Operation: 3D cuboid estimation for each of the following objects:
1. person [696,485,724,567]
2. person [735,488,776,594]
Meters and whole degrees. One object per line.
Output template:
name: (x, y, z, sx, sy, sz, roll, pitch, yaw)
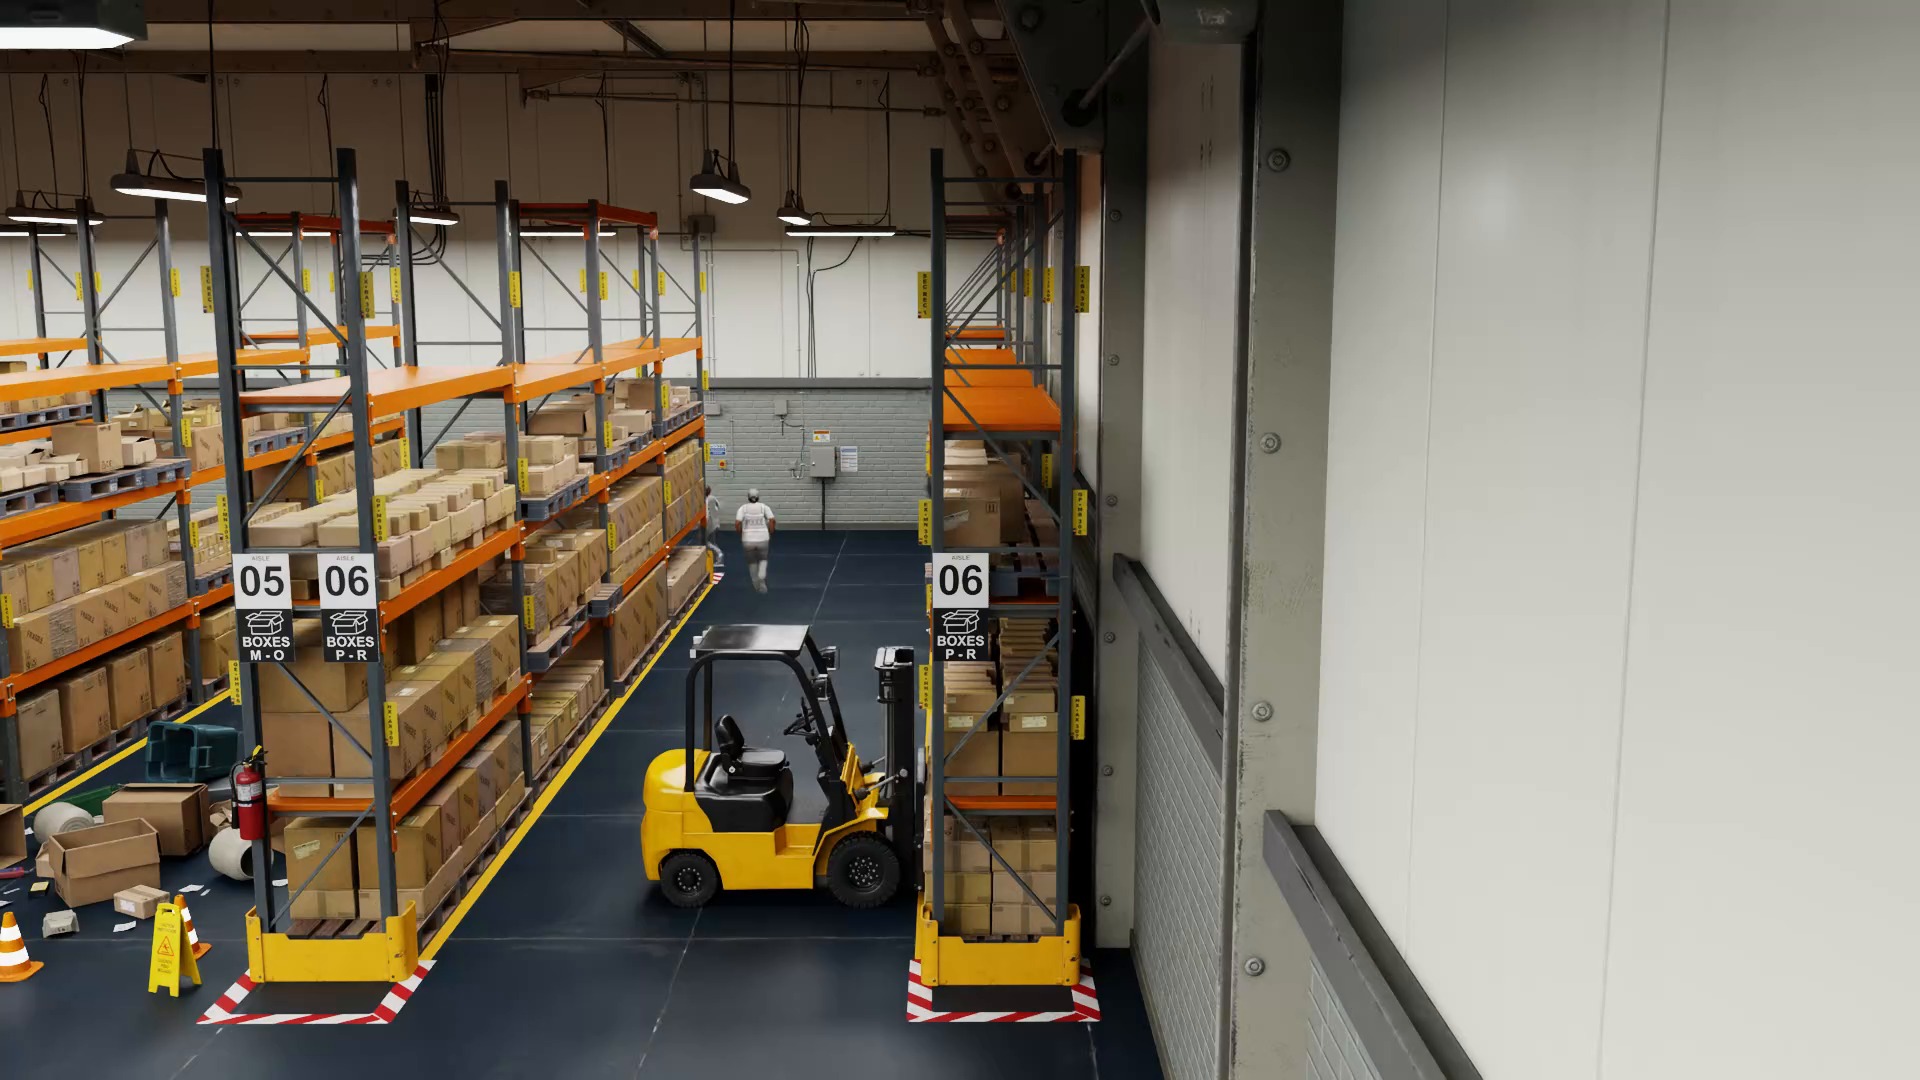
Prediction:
person: (-4.443, -0.238, 29.251, 0.468, 1.516, 0.623, 4, 10, 25)
person: (-3.122, 0.032, 25.369, 0.623, 1.640, 0.497, -2, 9, -11)
